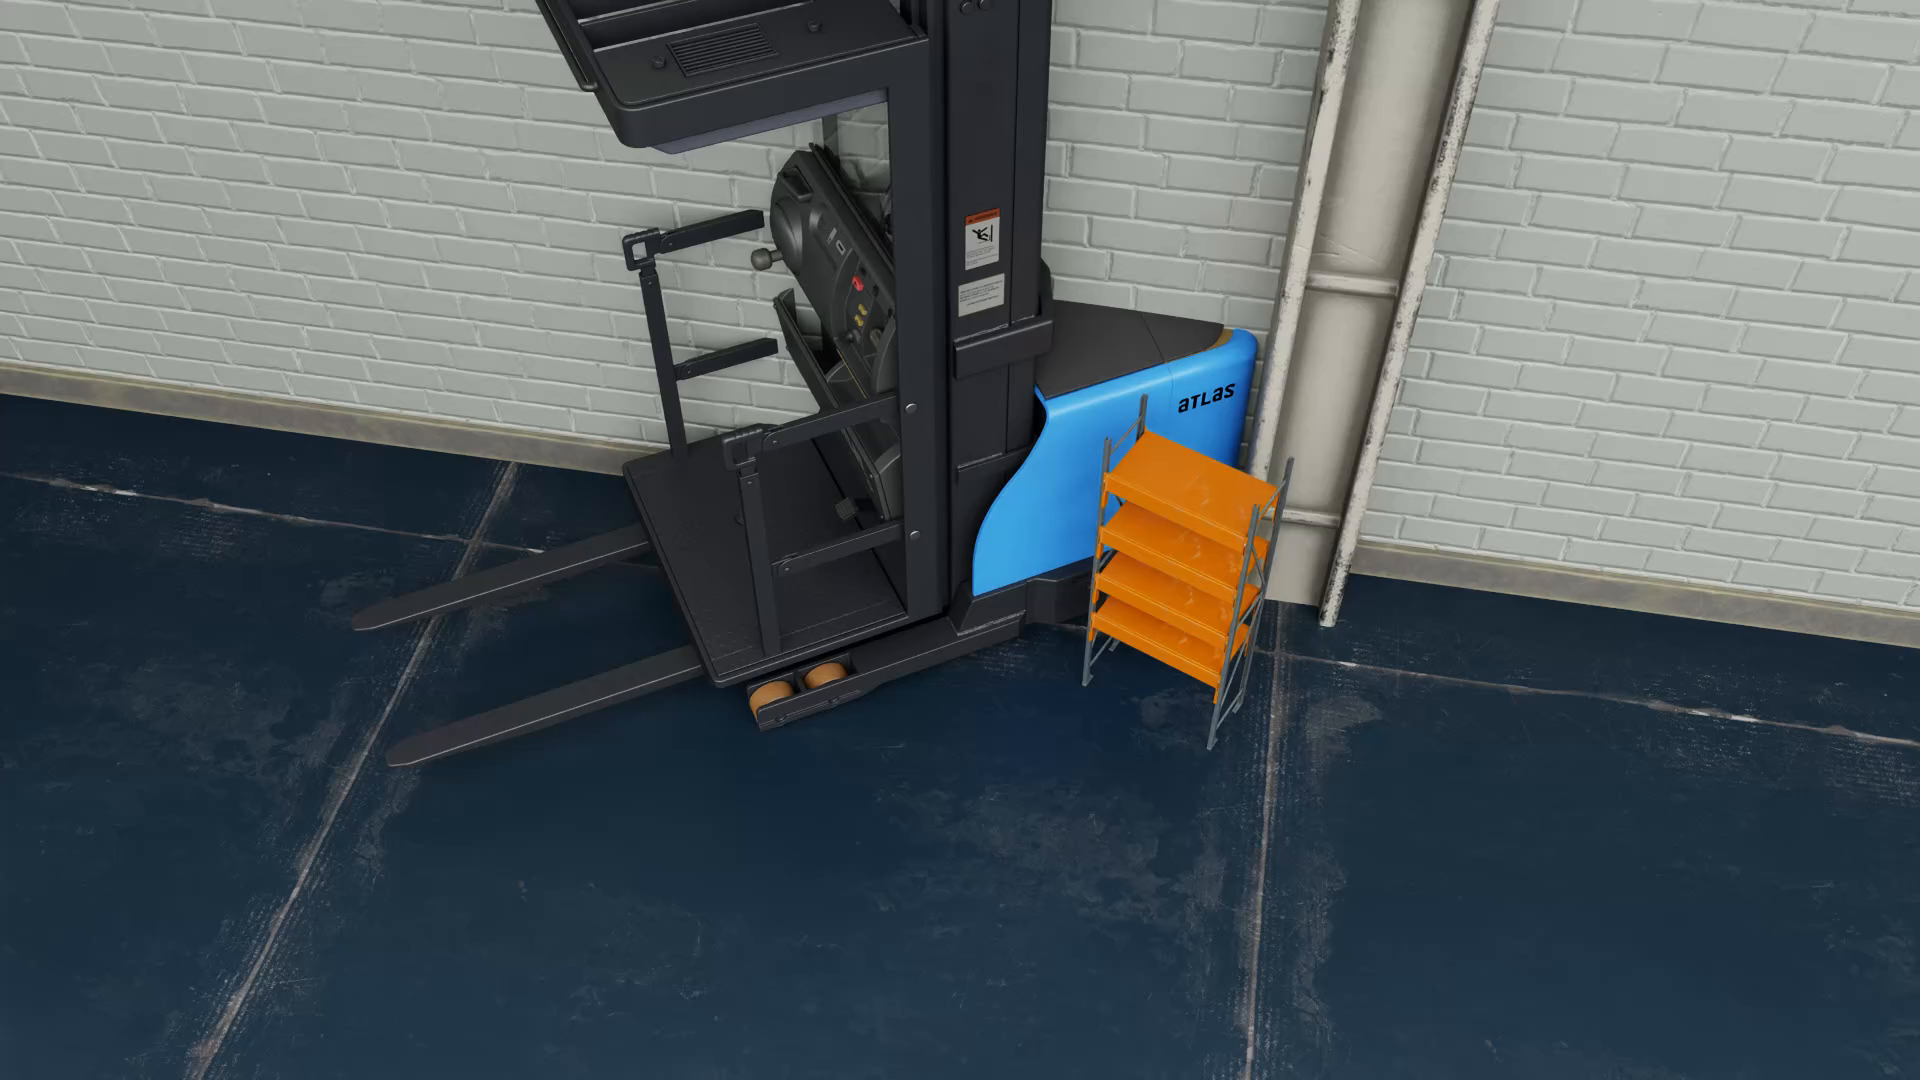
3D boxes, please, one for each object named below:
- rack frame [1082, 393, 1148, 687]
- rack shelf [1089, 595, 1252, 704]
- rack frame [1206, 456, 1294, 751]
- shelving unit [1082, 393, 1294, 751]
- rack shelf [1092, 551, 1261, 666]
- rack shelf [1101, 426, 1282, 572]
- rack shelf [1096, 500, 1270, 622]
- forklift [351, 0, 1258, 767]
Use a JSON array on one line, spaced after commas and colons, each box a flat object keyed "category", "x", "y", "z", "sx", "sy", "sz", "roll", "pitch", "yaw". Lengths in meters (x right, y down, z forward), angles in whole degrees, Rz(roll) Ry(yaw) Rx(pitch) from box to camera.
[{"category": "rack frame", "x": 0.498, "y": 0.033, "z": 5.414, "sx": 0.015, "sy": 1.200, "sz": 0.240, "roll": 26, "pitch": 53, "yaw": 22}, {"category": "rack shelf", "x": 0.701, "y": 0.310, "z": 5.522, "sx": 0.480, "sy": 0.148, "sz": 0.258, "roll": 26, "pitch": 53, "yaw": 22}, {"category": "rack frame", "x": 0.905, "y": 0.233, "z": 5.234, "sx": 0.015, "sy": 1.200, "sz": 0.240, "roll": 26, "pitch": 53, "yaw": 22}, {"category": "shelving unit", "x": 0.701, "y": 0.133, "z": 5.324, "sx": 0.503, "sy": 1.200, "sz": 0.258, "roll": 26, "pitch": 53, "yaw": 22}, {"category": "rack shelf", "x": 0.701, "y": 0.178, "z": 5.374, "sx": 0.480, "sy": 0.148, "sz": 0.258, "roll": 26, "pitch": 53, "yaw": 22}, {"category": "rack shelf", "x": 0.701, "y": -0.130, "z": 5.032, "sx": 0.480, "sy": 0.148, "sz": 0.258, "roll": 26, "pitch": 53, "yaw": 22}, {"category": "rack shelf", "x": 0.701, "y": 0.028, "z": 5.208, "sx": 0.480, "sy": 0.148, "sz": 0.258, "roll": 26, "pitch": 53, "yaw": 22}, {"category": "forklift", "x": -0.574, "y": -0.791, "z": 4.990, "sx": 3.031, "sy": 2.935, "sz": 1.130, "roll": -18, "pitch": 51, "yaw": -16}]
